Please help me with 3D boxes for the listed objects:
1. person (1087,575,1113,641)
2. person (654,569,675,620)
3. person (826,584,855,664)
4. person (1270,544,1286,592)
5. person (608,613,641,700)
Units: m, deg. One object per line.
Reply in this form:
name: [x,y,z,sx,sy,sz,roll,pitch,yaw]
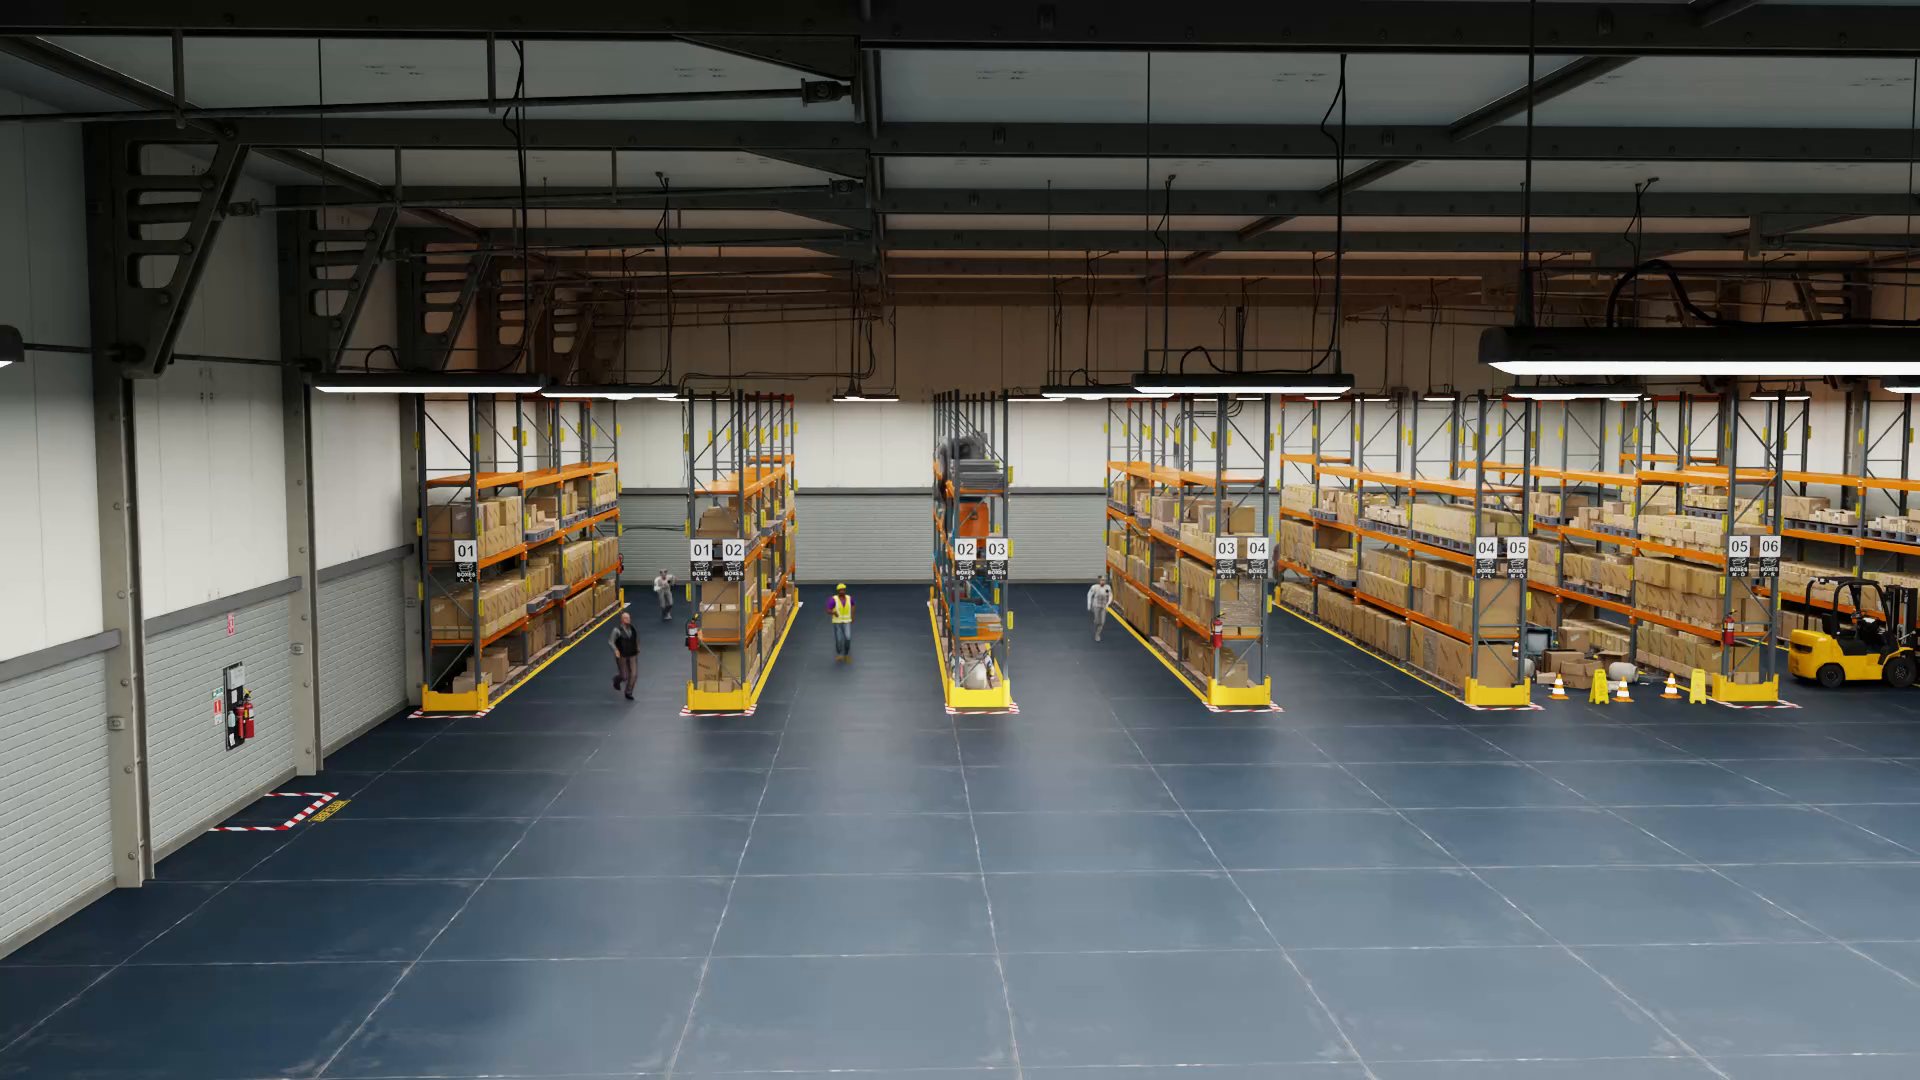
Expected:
person: [3.405,1.626,40.433,0.602,1.623,0.617,-1,5,-14]
person: [-7.798,1.437,43.954,0.612,1.392,0.935,-2,5,-20]
person: [-2.626,1.860,36.793,0.675,1.802,0.733,-1,5,-11]
person: [9.819,0.733,50.712,0.703,1.736,0.724,-5,7,-45]
person: [-6.536,2.252,32.425,0.672,1.676,0.687,-3,6,-35]
